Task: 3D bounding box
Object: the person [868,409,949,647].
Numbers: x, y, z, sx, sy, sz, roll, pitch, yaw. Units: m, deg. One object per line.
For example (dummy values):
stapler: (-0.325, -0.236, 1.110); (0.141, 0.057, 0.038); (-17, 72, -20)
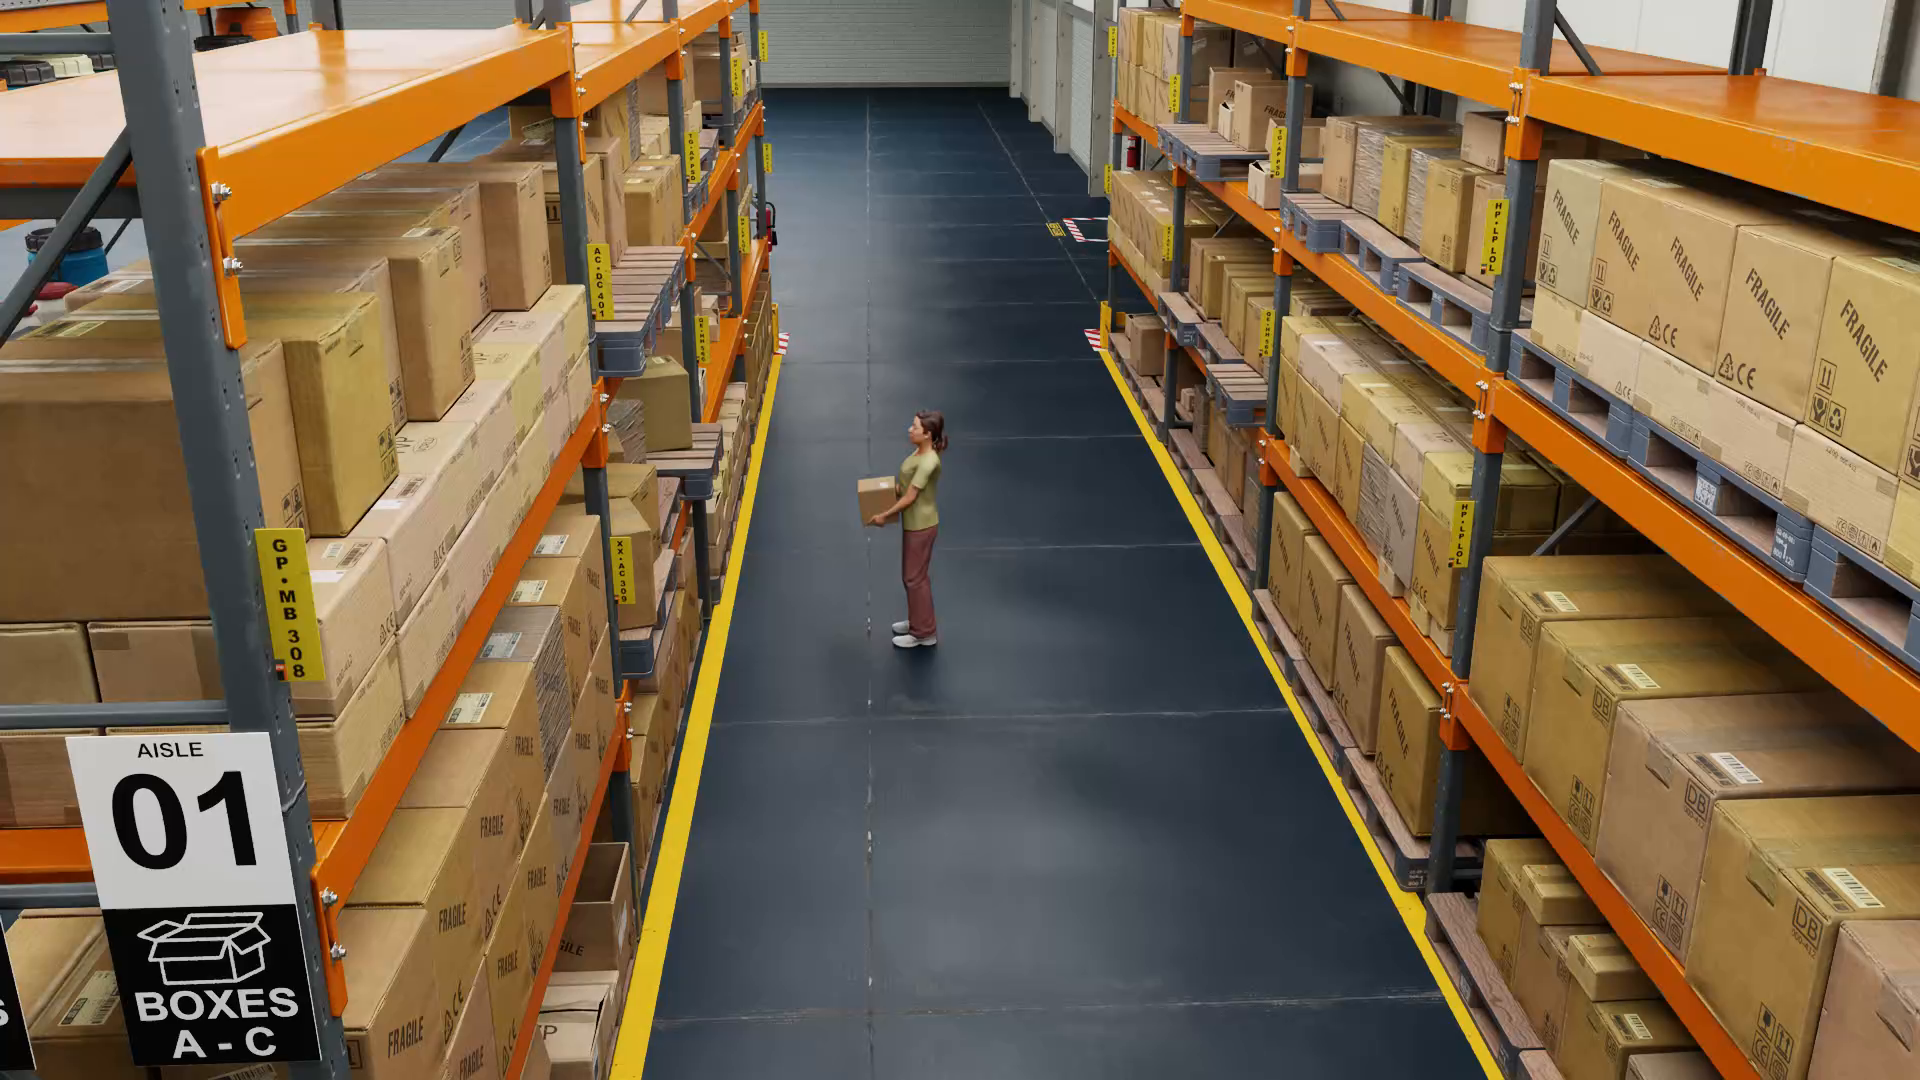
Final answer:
person: (-0.346, -0.086, 11.336); (0.554, 1.655, 0.426); (-1, 20, -2)
